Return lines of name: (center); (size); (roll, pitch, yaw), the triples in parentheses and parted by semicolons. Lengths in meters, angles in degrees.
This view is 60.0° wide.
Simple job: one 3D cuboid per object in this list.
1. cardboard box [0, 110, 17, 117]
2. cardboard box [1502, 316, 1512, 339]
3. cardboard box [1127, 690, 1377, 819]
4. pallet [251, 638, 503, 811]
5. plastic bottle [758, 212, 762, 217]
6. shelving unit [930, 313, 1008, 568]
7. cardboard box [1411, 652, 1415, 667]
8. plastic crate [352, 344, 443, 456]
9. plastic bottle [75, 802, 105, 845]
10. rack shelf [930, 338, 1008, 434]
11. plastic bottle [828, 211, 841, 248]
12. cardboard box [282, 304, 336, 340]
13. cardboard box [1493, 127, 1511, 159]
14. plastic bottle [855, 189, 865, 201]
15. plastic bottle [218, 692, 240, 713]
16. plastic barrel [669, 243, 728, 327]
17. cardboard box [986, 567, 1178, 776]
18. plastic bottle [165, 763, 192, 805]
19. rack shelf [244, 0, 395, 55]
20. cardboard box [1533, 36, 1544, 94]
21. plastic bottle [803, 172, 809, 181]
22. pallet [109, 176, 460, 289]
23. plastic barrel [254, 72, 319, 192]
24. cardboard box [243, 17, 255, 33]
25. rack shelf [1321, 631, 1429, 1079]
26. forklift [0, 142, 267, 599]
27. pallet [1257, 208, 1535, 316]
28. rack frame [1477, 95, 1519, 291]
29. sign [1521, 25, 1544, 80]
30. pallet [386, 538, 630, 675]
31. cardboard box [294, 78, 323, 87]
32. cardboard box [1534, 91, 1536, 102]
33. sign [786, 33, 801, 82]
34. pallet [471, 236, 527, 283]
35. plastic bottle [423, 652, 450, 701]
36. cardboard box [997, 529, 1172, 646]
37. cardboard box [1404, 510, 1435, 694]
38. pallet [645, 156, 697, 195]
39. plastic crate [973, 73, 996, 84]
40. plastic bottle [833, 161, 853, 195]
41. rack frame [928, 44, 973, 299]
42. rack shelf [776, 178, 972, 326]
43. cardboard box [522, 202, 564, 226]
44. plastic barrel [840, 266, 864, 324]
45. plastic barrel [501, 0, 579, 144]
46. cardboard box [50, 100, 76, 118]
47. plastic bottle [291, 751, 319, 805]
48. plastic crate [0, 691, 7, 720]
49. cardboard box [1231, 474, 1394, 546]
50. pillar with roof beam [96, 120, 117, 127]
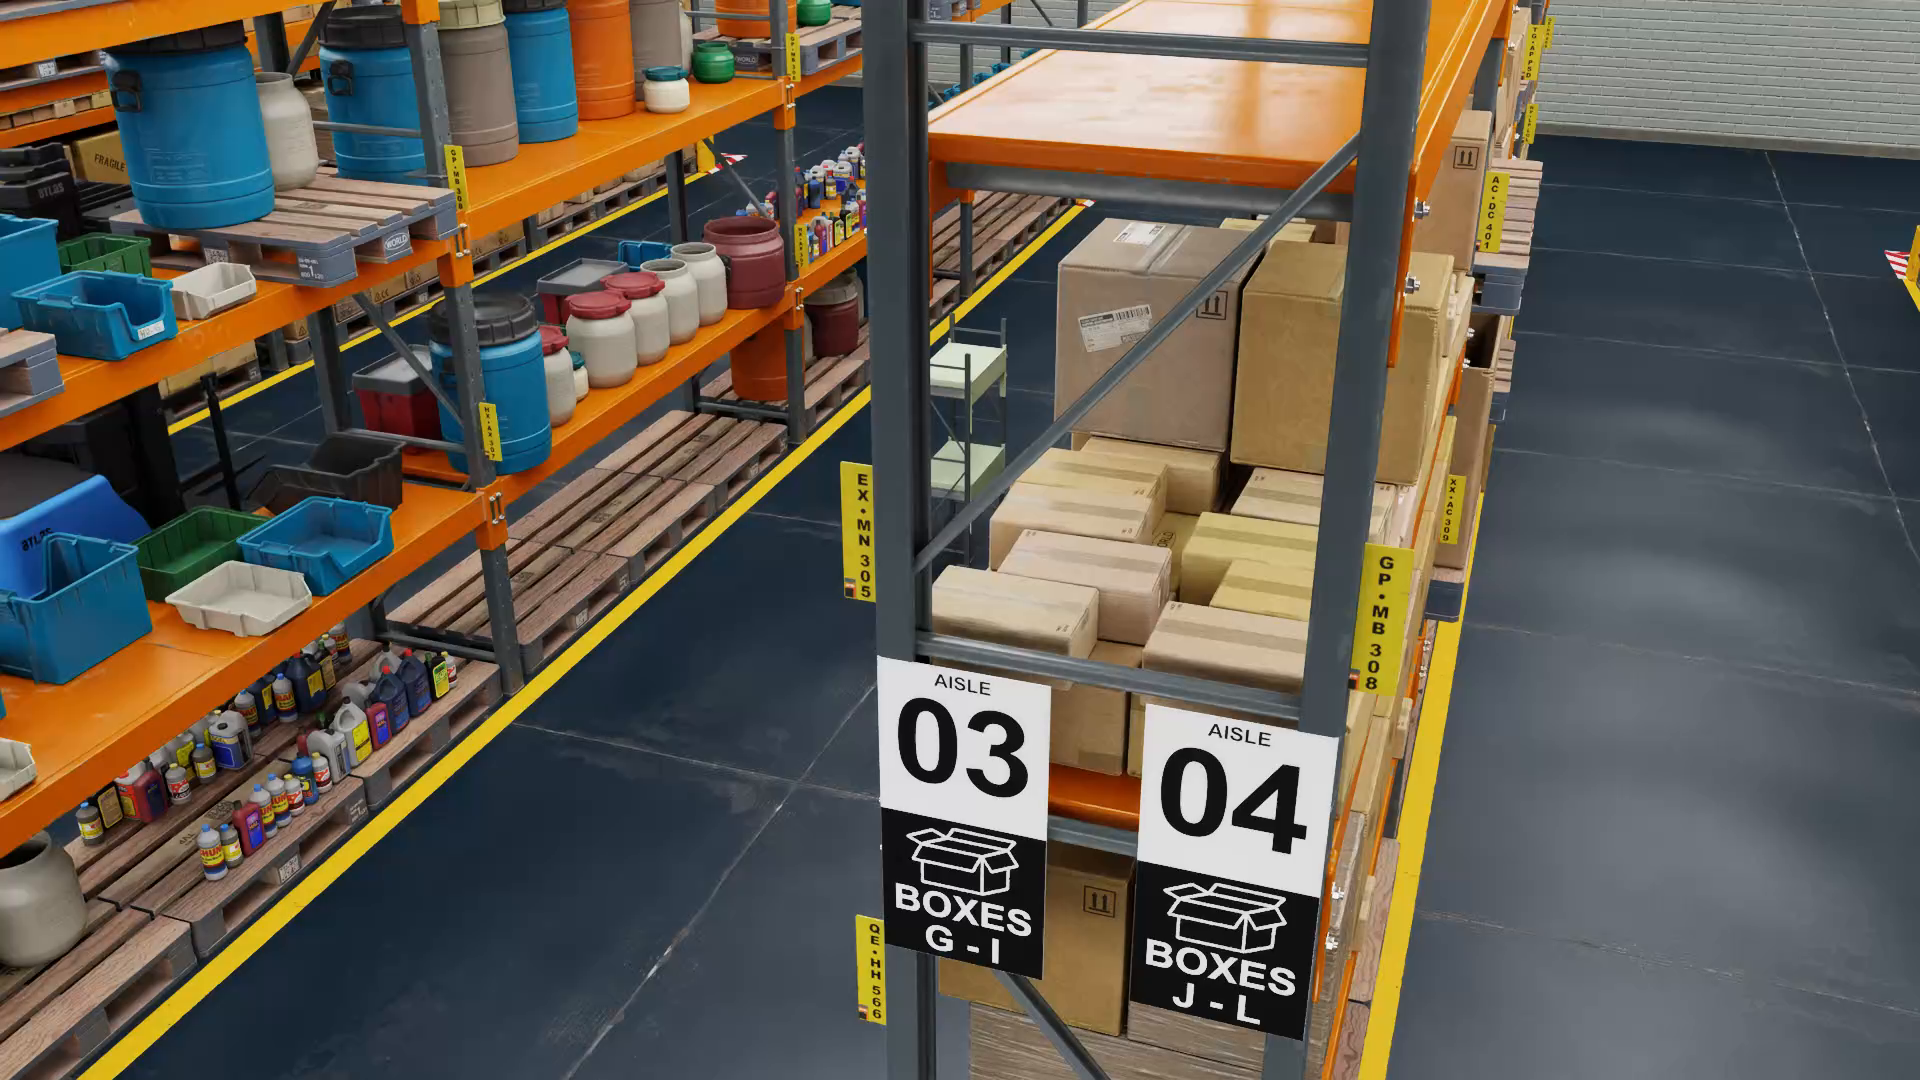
cardboard box: (-10.124, -4.602, 17.057); (0.500, 0.500, 0.500); (10, 27, 19)
cardboard box: (3.525, -1.342, 12.760); (1.225, 0.875, 0.875); (9, 27, 18)
cardboard box: (0.713, 0.381, 3.975); (0.500, 0.250, 0.500); (10, 27, 19)
pallet: (-3.293, 0.987, 9.194); (1.003, 0.211, 1.213); (9, 27, 17)
plastic bottle: (-1.673, -2.660, 13.754); (0.097, 0.201, 0.097); (0, 26, 0)
shelving unit: (-0.002, -0.672, 11.141); (0.431, 1.500, 0.755); (9, 27, 17)
cardboard box: (1.846, 0.424, 7.444); (0.380, 0.149, 0.250); (9, 27, 17)
plastic crate: (-3.158, -0.811, 9.632); (0.402, 0.464, 0.583); (9, 27, 17)
plastic bottle: (-4.164, 1.349, 7.952); (0.097, 0.201, 0.097); (0, 26, 0)
rack shelf: (-0.002, -1.024, 10.971); (0.431, 0.370, 0.720); (9, 27, 17)
plastic bottle: (-1.009, -2.499, 13.327); (0.061, 0.283, 0.133); (9, 27, 17)
cardboard box: (-5.948, -2.121, 14.775); (0.500, 0.500, 0.500); (10, 28, 20)
cardboard box: (2.722, -2.104, 9.107); (0.500, 0.250, 0.500); (10, 27, 19)
plastic bottle: (-0.789, -2.827, 14.013); (0.152, 0.276, 0.135); (9, 27, 17)
plastic bottle: (-3.847, 0.897, 8.791); (0.061, 0.283, 0.133); (10, 28, 20)
plastic barrel: (-1.840, -1.779, 11.577); (0.421, 0.512, 0.421); (0, 26, 0)
cardboard box: (0.230, 0.306, 4.129); (0.500, 0.250, 0.500); (9, 27, 19)
plastic bottle: (-3.884, 1.202, 8.254); (0.097, 0.201, 0.097); (0, 26, 0)
rack shelf: (-5.704, -4.750, 15.226); (1.077, 0.370, 4.000); (9, 27, 17)
cardboard box: (5.719, -4.917, 17.157); (0.500, 0.500, 0.500); (9, 27, 18)
plastic bottle: (-1.364, -3.074, 14.527); (0.097, 0.271, 0.097); (0, 26, 0)
pallet: (-3.178, -1.493, 7.889); (1.213, 0.211, 1.003); (9, 27, 17)
plastic barrel: (-3.359, -1.979, 8.067); (0.421, 0.512, 0.421); (0, 26, 0)
cardboard box: (-6.256, -4.481, 13.730); (0.910, 0.500, 0.500); (9, 27, 17)
rack shelf: (0.975, 1.326, 6.119); (1.077, 0.370, 4.000); (9, 27, 17)
forklift: (-5.311, -1.099, 10.380); (1.130, 2.935, 3.031); (8, 27, 16)
pallet: (1.946, -1.324, 7.539); (1.213, 0.211, 1.003); (9, 27, 17)
rack frame: (2.971, -1.464, 11.055); (1.000, 3.000, 0.127); (9, 27, 17)
sign: (3.482, -2.967, 10.124); (0.100, 0.325, 0.005); (9, 27, 17)
pallet: (-2.806, 0.388, 10.429); (1.003, 0.211, 1.213); (9, 27, 17)
cardboard box: (-8.665, -6.041, 22.150); (0.380, 0.149, 0.250); (9, 27, 18)
cardboard box: (5.723, -4.580, 17.322); (0.500, 0.250, 0.500); (8, 27, 17)
sign: (-1.178, -3.408, 11.749); (0.100, 0.325, 0.005); (9, 27, 17)
pallet: (-5.273, -2.951, 17.326); (1.003, 0.211, 1.213); (9, 27, 17)
plastic bottle: (-2.879, 0.732, 9.132); (0.061, 0.283, 0.133); (10, 28, 20)
cardboard box: (0.305, 0.112, 4.072); (0.380, 0.149, 0.250); (8, 27, 16)
cardboard box: (1.418, 0.187, 6.042); (0.500, 0.500, 0.500); (9, 27, 17)
pallet: (-3.997, -4.575, 20.682); (1.003, 0.211, 1.213); (9, 27, 17)
plastic crate: (0.351, -5.097, 18.682); (0.416, 0.233, 0.300); (9, 27, 17)
plastic bottle: (-1.046, -3.233, 14.850); (0.152, 0.276, 0.135); (9, 27, 17)
rack frame: (-0.368, -3.826, 15.934); (1.000, 3.000, 0.127); (9, 27, 17)
rack shelf: (-1.034, -2.680, 14.393); (1.077, 0.370, 4.000); (9, 27, 17)
cardboard box: (-4.694, -3.675, 18.202); (0.500, 0.311, 0.500); (9, 27, 17)
plastic barrel: (-1.073, -2.164, 14.874); (0.421, 0.512, 0.421); (0, 26, 0)
plastic barrel: (-2.631, -2.892, 9.987); (0.600, 0.901, 0.708); (9, 27, 17)
cardboard box: (-9.779, -4.654, 17.910); (0.380, 0.149, 0.250); (9, 27, 17)
plastic bottle: (-3.249, 1.170, 8.240); (0.097, 0.271, 0.097); (0, 26, 0)
plastic crate: (-4.256, 0.657, 6.845); (0.499, 0.251, 0.408); (9, 27, 17)
cardboard box: (0.922, -0.034, 4.374); (0.380, 0.149, 0.250); (10, 28, 20)
pillar with roof beam: (-6.234, -7.752, 17.157); (9.100, 9.000, 0.400); (9, 27, 17)
